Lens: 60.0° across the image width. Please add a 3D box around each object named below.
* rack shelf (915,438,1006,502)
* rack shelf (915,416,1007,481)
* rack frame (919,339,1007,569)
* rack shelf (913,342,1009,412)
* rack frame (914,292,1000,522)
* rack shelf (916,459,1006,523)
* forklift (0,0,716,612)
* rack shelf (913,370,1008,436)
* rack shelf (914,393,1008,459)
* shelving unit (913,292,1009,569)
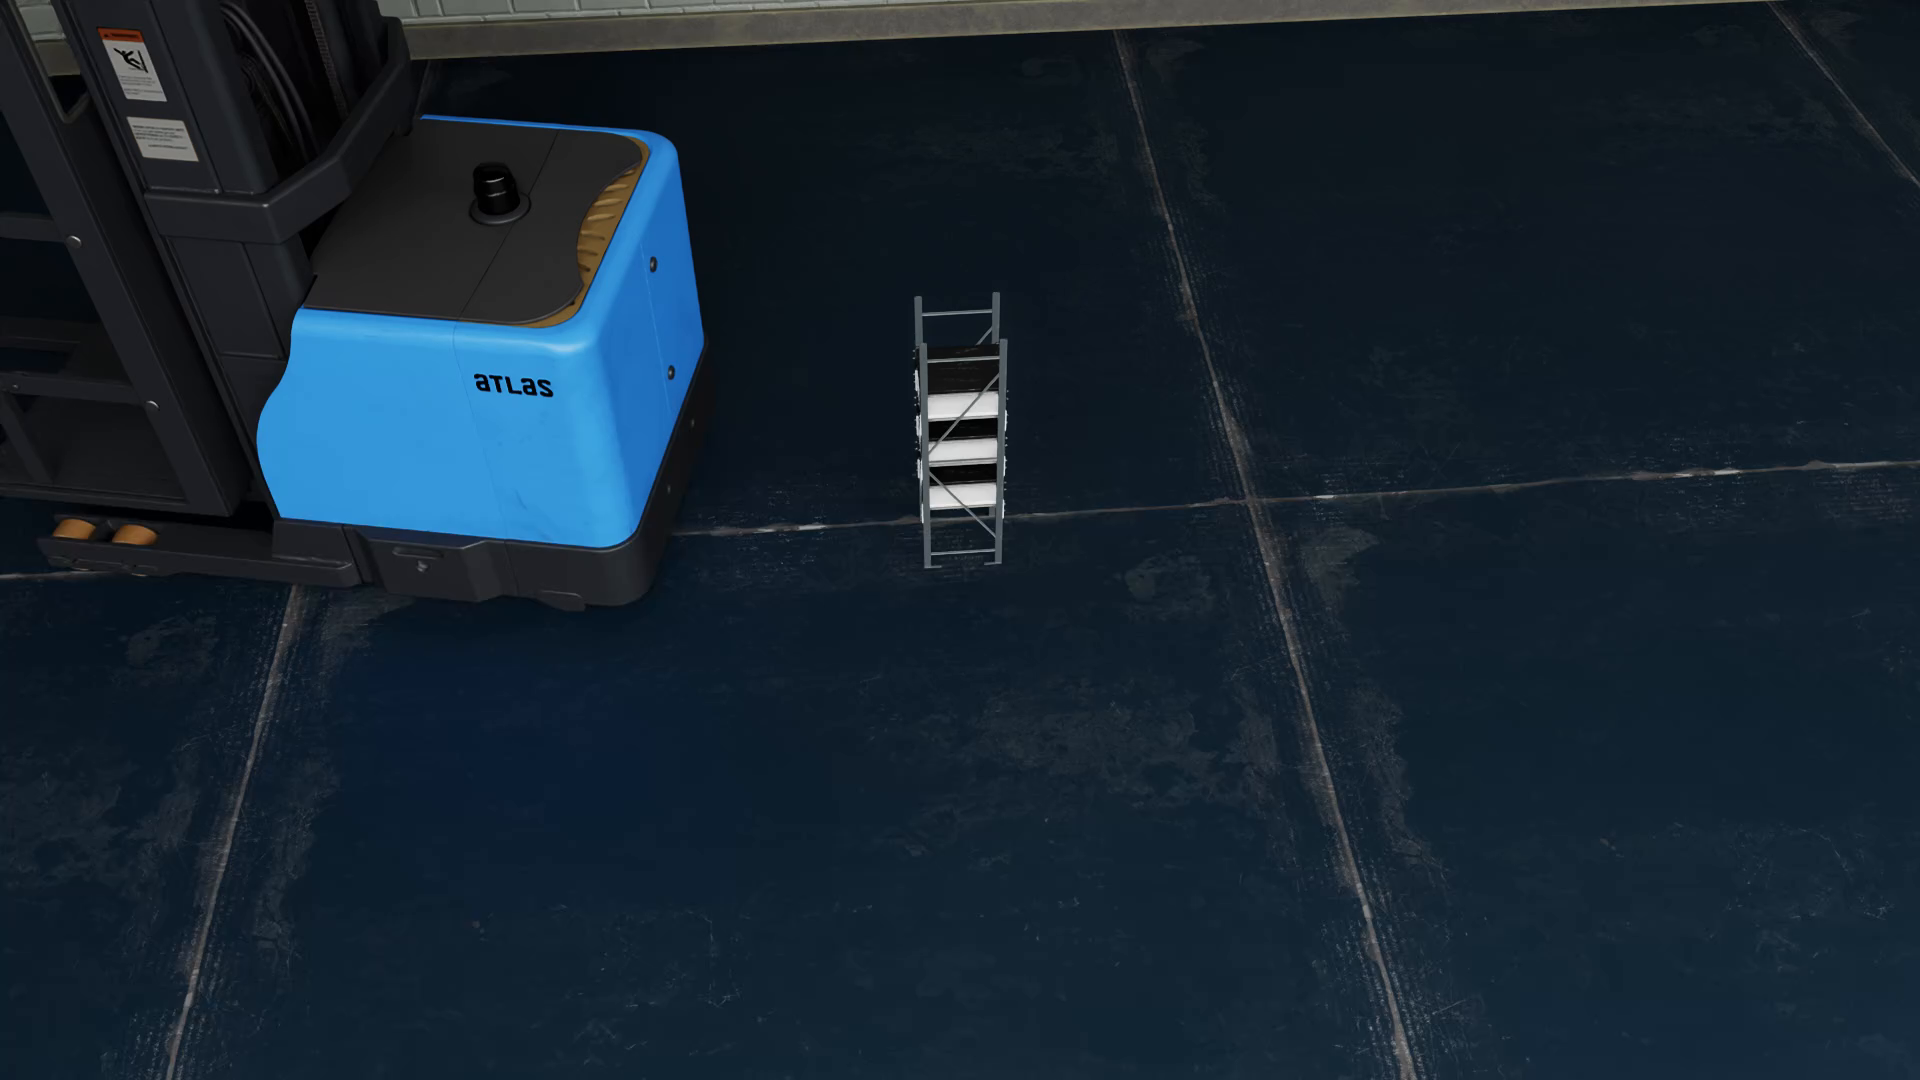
[{"bbox_3d":[0.001,-0.219,5.007,0.258,0.077,0.200,-3,47,-3],"label":"rack shelf"},{"bbox_3d":[0.001,-0.281,4.942,0.258,0.077,0.200,-3,47,-3],"label":"rack shelf"},{"bbox_3d":[0.009,-0.230,4.848,0.240,0.900,0.006,-3,47,-3],"label":"rack frame"},{"bbox_3d":[0.001,-0.466,4.746,0.258,0.077,0.200,-3,47,-3],"label":"rack shelf"},{"bbox_3d":[-0.008,-0.377,4.987,0.240,0.900,0.006,-3,47,-3],"label":"rack frame"},{"bbox_3d":[0.001,-0.157,5.073,0.258,0.077,0.200,-3,47,-3],"label":"rack shelf"},{"bbox_3d":[-2.378,-1.270,4.434,3.031,2.935,1.130,5,47,5],"label":"forklift"},{"bbox_3d":[0.001,-0.404,4.811,0.258,0.077,0.200,-3,47,-3],"label":"rack shelf"},{"bbox_3d":[0.001,-0.343,4.877,0.258,0.077,0.200,-3,47,-3],"label":"rack shelf"},{"bbox_3d":[0.001,-0.304,4.918,0.258,0.900,0.210,-3,47,-3],"label":"shelving unit"}]
